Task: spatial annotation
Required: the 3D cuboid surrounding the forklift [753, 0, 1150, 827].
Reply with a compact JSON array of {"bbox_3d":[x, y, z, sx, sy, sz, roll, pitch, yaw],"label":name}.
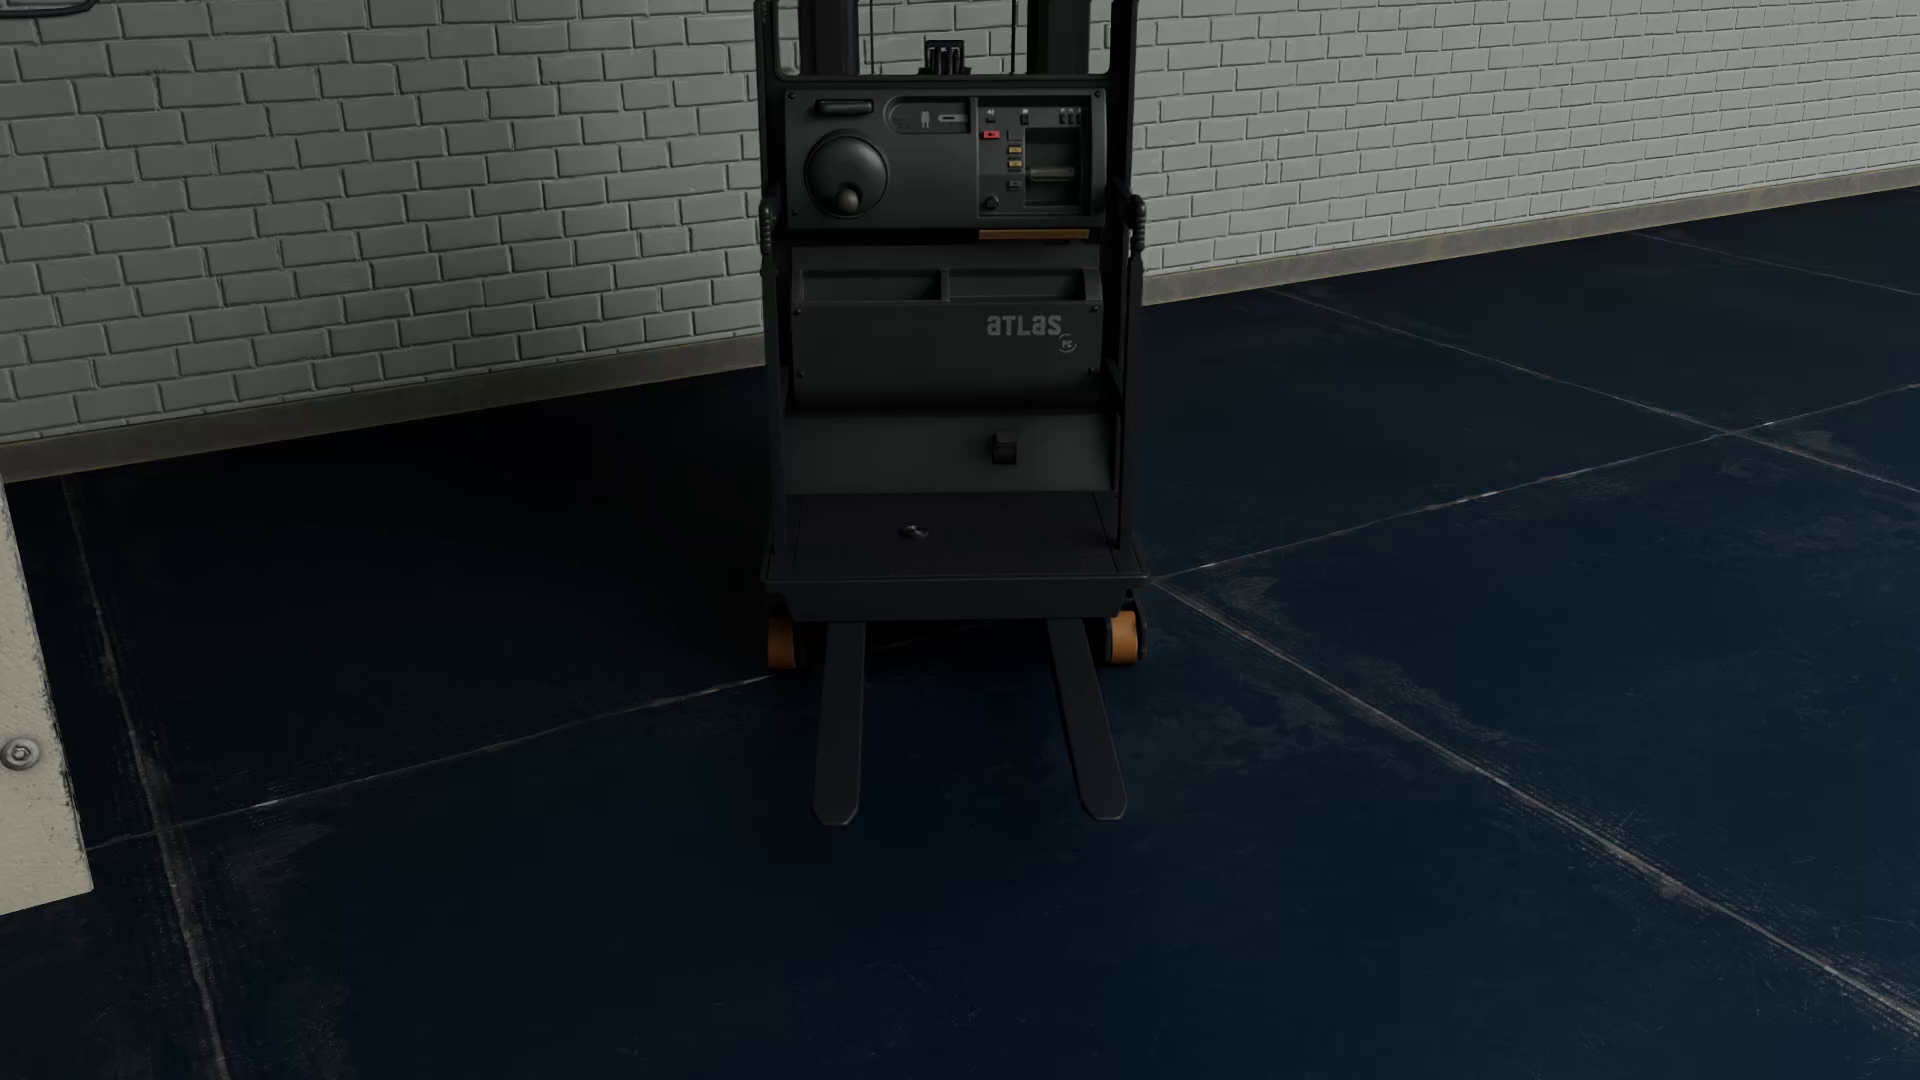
[{"bbox_3d":[-0.030,-1.097,4.618,1.130,2.935,3.031,-1,22,-2],"label":"forklift"}]
